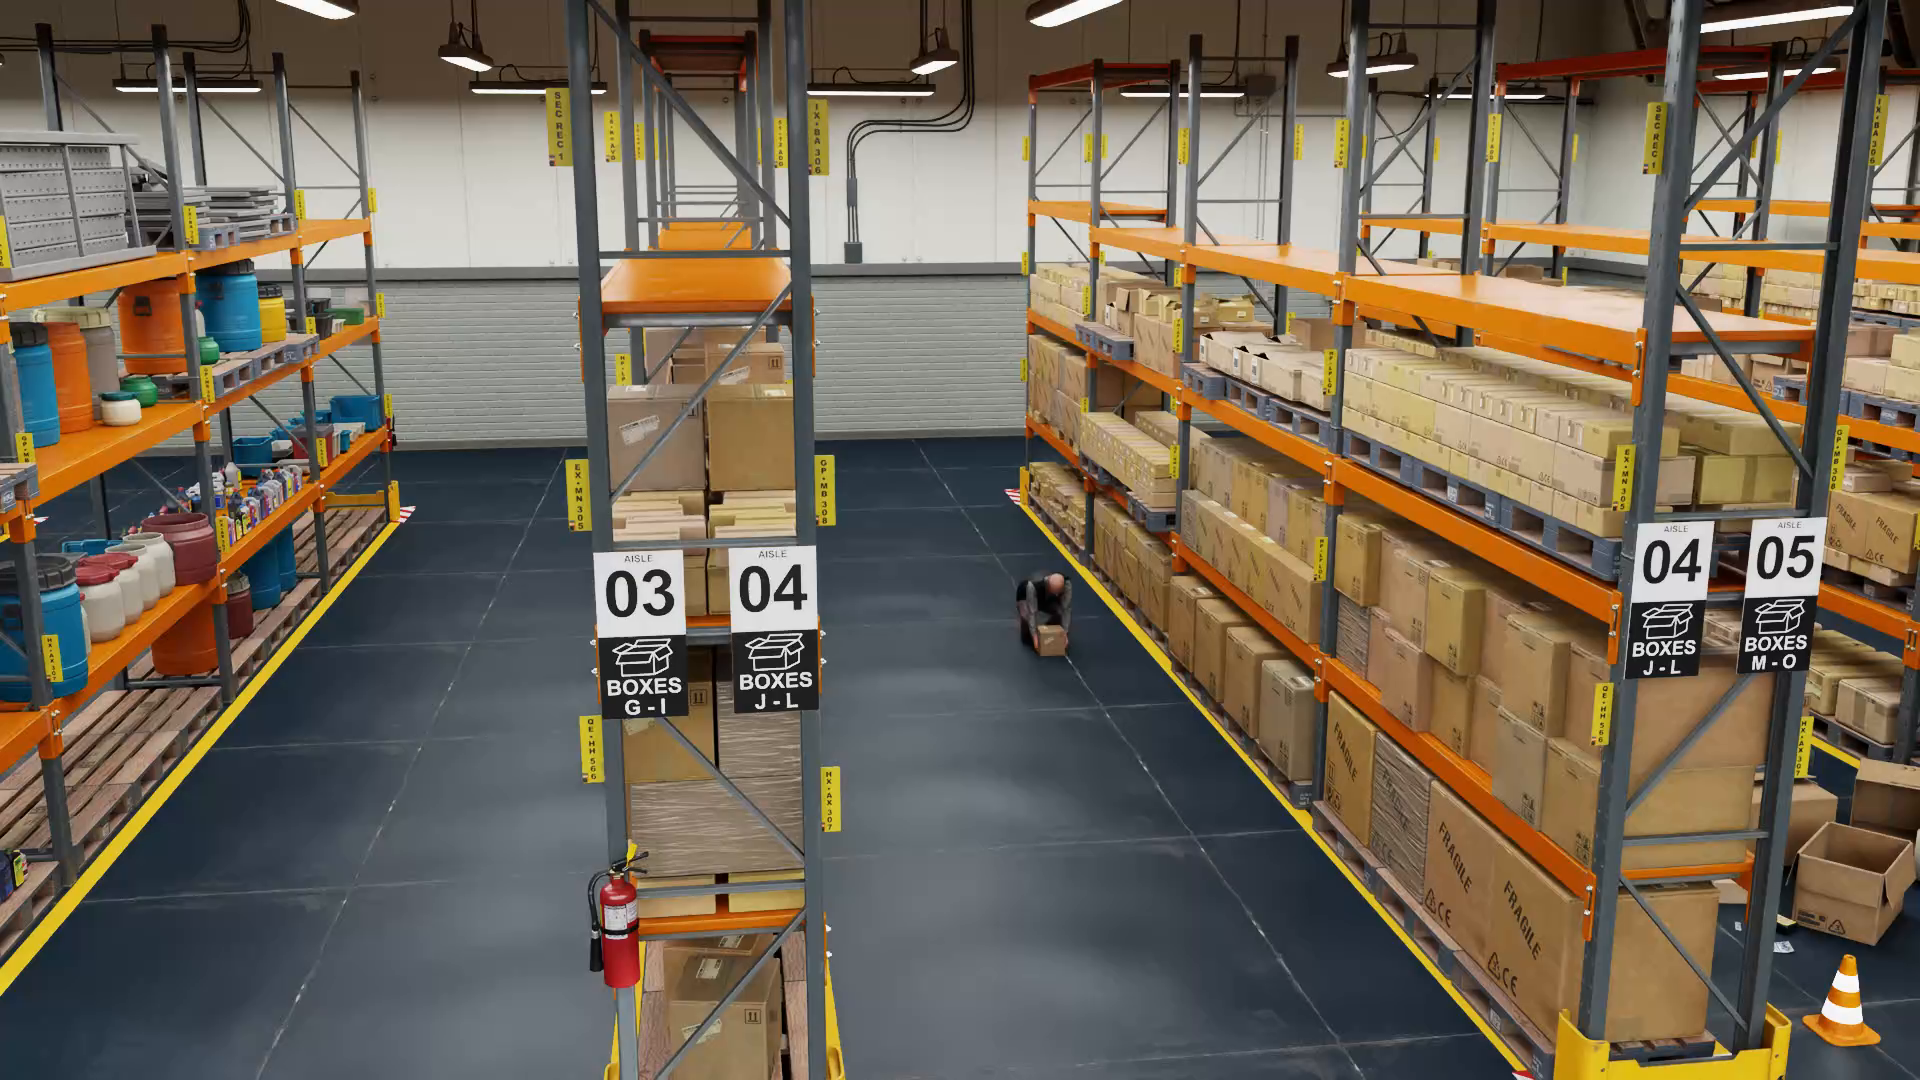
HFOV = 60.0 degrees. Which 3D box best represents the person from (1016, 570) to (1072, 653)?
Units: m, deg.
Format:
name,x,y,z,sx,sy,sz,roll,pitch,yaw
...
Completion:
name,x,y,z,sx,sy,sz,roll,pitch,yaw
person,0.867,0.672,17.146,0.531,0.832,0.875,-2,13,-8
